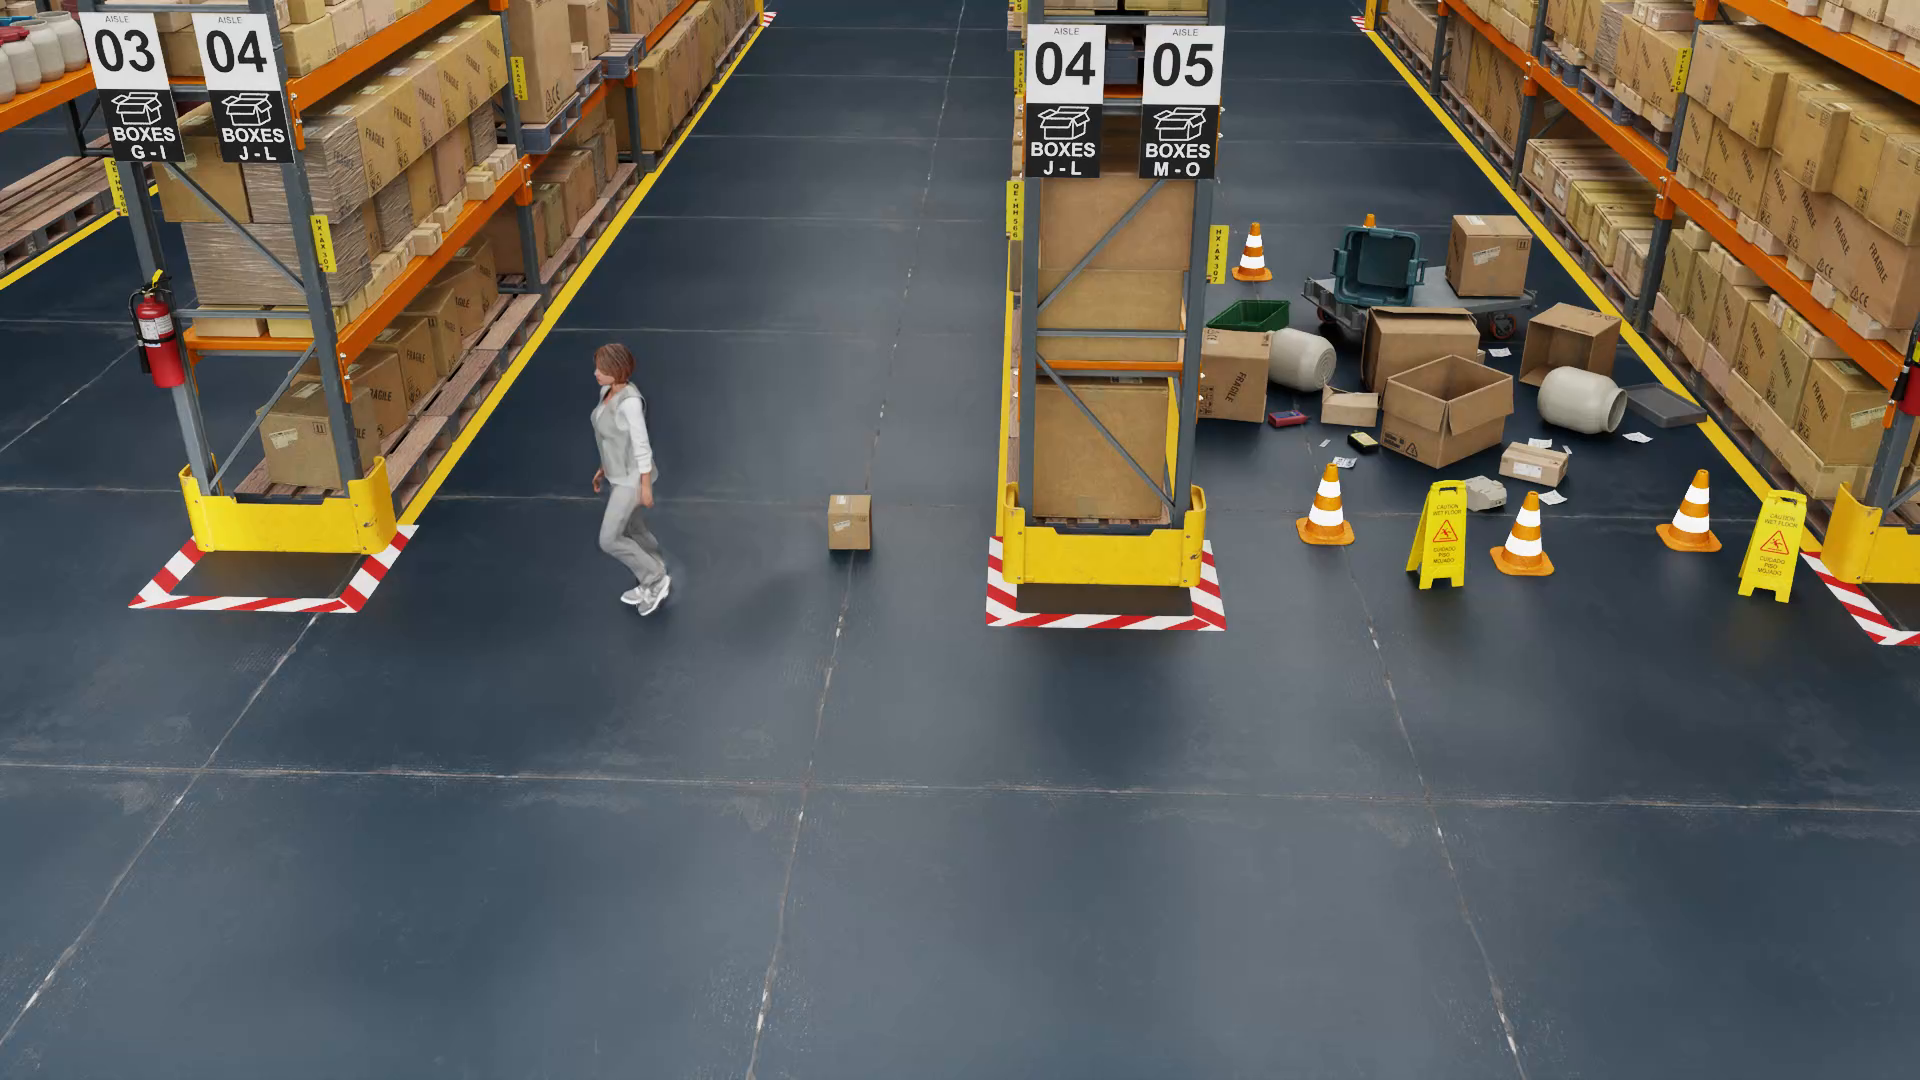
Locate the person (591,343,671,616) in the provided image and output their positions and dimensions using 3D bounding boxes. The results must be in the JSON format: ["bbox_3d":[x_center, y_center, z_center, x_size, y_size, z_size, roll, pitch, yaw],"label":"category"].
[{"bbox_3d":[-1.850,-0.328,9.196,0.411,1.604,0.422,-12,31,-21],"label":"person"}]
